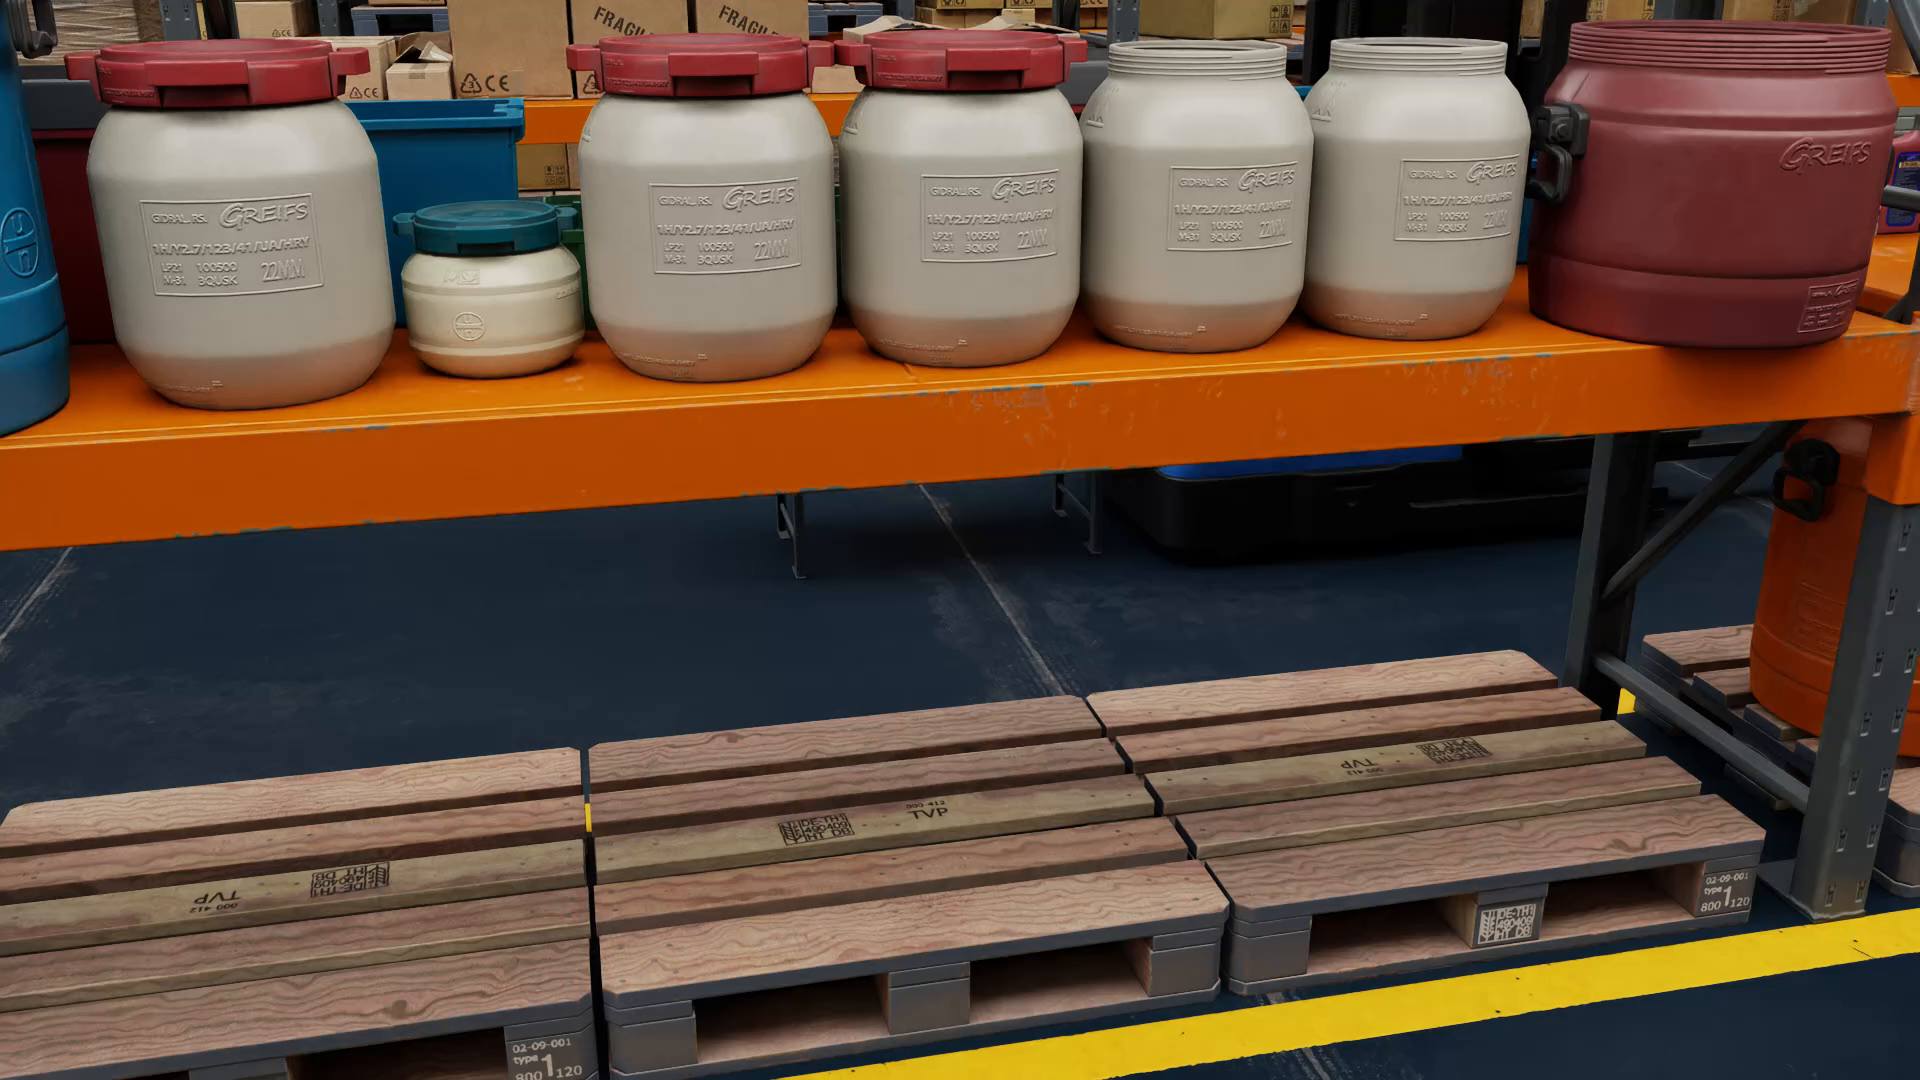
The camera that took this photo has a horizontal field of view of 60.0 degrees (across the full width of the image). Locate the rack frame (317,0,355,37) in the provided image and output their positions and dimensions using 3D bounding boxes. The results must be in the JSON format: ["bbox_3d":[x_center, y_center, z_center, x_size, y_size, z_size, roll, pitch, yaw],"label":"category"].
[{"bbox_3d":[-4.395,-3.756,11.707,0.127,3.000,1.000,-5,21,-12],"label":"rack frame"}]

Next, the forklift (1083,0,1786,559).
[{"bbox_3d":[2.024,-1.572,5.844,3.031,2.935,1.130,-5,21,-13],"label":"forklift"}]

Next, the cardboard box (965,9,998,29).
[{"bbox_3d":[0.118,-3.929,12.517,0.250,0.149,0.380,-4,21,-12],"label":"cardboard box"}]

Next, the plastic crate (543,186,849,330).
[{"bbox_3d":[-0.486,-0.572,3.324,0.662,0.188,0.450,-5,21,-12],"label":"plastic crate"}]

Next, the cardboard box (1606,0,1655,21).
[{"bbox_3d":[3.366,-2.937,8.716,0.500,0.500,0.700,-1,20,-4],"label":"cardboard box"}]

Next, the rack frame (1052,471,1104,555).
[{"bbox_3d":[0.412,-0.738,5.648,0.032,1.500,0.500,-5,21,-12],"label":"rack frame"}]

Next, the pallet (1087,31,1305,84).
[{"bbox_3d":[1.284,-2.402,8.289,1.003,0.211,1.213,-5,21,-12],"label":"pallet"}]

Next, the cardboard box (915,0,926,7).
[{"bbox_3d":[-0.104,-4.394,12.842,0.500,0.500,0.500,-5,21,-12],"label":"cardboard box"}]

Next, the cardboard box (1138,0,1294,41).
[{"bbox_3d":[1.228,-2.746,8.195,0.500,0.500,0.700,-12,24,-31],"label":"cardboard box"}]

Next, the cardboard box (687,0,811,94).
[{"bbox_3d":[-0.988,-2.323,7.651,0.500,0.500,0.500,-6,21,-15],"label":"cardboard box"}]

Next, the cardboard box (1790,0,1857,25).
[{"bbox_3d":[4.961,-2.904,9.235,0.500,0.500,0.500,-4,21,-12],"label":"cardboard box"}]

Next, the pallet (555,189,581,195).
[{"bbox_3d":[-2.449,-2.606,12.623,1.213,0.211,1.003,-5,21,-12],"label":"pallet"}]

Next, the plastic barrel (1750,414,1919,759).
[{"bbox_3d":[2.249,0.021,3.940,0.708,0.830,0.600,-5,21,-12],"label":"plastic barrel"}]

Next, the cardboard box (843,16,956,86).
[{"bbox_3d":[-0.274,-2.367,8.044,0.500,0.311,0.500,-5,21,-13],"label":"cardboard box"}]

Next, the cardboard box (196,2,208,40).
[{"bbox_3d":[-5.273,-3.519,11.250,0.500,0.250,0.500,-5,21,-12],"label":"cardboard box"}]

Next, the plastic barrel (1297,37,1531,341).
[{"bbox_3d":[0.825,-0.656,3.081,0.421,0.512,0.421,0,20,0],"label":"plastic barrel"}]

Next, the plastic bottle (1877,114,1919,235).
[{"bbox_3d":[2.297,-0.895,4.065,0.133,0.283,0.061,-5,21,-12],"label":"plastic bottle"}]

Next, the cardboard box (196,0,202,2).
[{"bbox_3d":[-5.269,-3.865,11.102,0.500,0.500,0.500,-5,21,-13],"label":"cardboard box"}]

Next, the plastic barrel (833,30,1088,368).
[{"bbox_3d":[0.001,-0.598,2.889,0.433,0.535,0.433,0,20,0],"label":"plastic barrel"}]

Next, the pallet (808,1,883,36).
[{"bbox_3d":[-1.172,-3.890,12.353,1.003,0.211,1.213,-5,21,-12],"label":"pallet"}]

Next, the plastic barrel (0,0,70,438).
[{"bbox_3d":[-1.670,-0.604,2.374,0.708,0.901,0.600,-5,21,-12],"label":"plastic barrel"}]

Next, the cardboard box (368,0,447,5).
[{"bbox_3d":[-3.892,-4.038,11.693,0.500,0.500,0.700,-5,21,-12],"label":"cardboard box"}]

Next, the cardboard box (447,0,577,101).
[{"bbox_3d":[-1.988,-2.242,7.429,0.500,0.500,0.500,-3,20,-9],"label":"cardboard box"}]

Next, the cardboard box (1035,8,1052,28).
[{"bbox_3d":[0.613,-3.983,12.664,0.250,0.149,0.380,-5,21,-13],"label":"cardboard box"}]

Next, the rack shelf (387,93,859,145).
[{"bbox_3d":[-1.306,-1.918,7.737,4.000,0.370,1.077,-5,21,-12],"label":"rack shelf"}]

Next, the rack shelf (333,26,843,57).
[{"bbox_3d":[-2.449,-3.576,12.263,4.000,0.370,1.077,-5,21,-12],"label":"rack shelf"}]

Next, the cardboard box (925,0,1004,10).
[{"bbox_3d":[0.029,-4.221,12.370,0.500,0.500,0.500,-4,21,-11],"label":"cardboard box"}]

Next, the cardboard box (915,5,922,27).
[{"bbox_3d":[-0.245,-4.075,12.915,0.250,0.149,0.380,-4,21,-12],"label":"cardboard box"}]

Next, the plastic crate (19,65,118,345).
[{"bbox_3d":[-1.715,-0.610,3.027,0.583,0.464,0.402,-5,21,-12],"label":"plastic crate"}]

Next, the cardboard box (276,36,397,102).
[{"bbox_3d":[-2.783,-2.081,7.353,0.500,0.250,0.500,-3,20,-9],"label":"cardboard box"}]

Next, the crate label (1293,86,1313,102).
[{"bbox_3d":[0.748,-0.785,3.544,0.616,0.435,0.502,-5,21,-12],"label":"crate label"}]

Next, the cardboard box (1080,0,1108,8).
[{"bbox_3d":[1.024,-4.298,12.581,0.500,0.500,0.500,-5,21,-13],"label":"cardboard box"}]

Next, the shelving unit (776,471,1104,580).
[{"bbox_3d":[-0.083,-0.697,5.538,1.048,1.500,0.538,-5,21,-12],"label":"shelving unit"}]

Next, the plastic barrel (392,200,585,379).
[{"bbox_3d":[-0.792,-0.428,2.823,0.301,0.262,0.301,0,20,0],"label":"plastic barrel"}]

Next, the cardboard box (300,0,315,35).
[{"bbox_3d":[-4.902,-3.729,11.823,0.500,0.250,0.500,-4,21,-12],"label":"cardboard box"}]

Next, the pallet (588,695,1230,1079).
[{"bbox_3d":[-0.171,0.697,3.605,1.213,0.211,1.003,-5,21,-12],"label":"pallet"}]

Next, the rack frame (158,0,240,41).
[{"bbox_3d":[-3.252,-2.098,7.181,0.127,3.000,1.000,-5,21,-12],"label":"rack frame"}]

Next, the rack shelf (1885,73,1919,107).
[{"bbox_3d":[6.480,-2.552,9.465,4.000,0.370,1.077,-5,21,-12],"label":"rack shelf"}]

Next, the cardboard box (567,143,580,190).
[{"bbox_3d":[-2.686,-2.937,12.466,0.500,0.500,0.700,-4,21,-12],"label":"cardboard box"}]

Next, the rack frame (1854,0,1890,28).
[{"bbox_3d":[4.533,-2.731,8.909,0.127,3.000,1.000,-5,21,-12],"label":"rack frame"}]

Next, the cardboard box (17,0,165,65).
[{"bbox_3d":[-3.682,-2.108,7.062,0.500,0.500,0.700,-5,21,-14],"label":"cardboard box"}]

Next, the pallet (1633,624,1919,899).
[{"bbox_3d":[2.535,0.477,4.206,1.213,0.211,1.003,-5,21,-12],"label":"pallet"}]

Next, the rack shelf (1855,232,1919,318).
[{"bbox_3d":[3.723,-0.577,4.074,4.000,0.370,1.077,-5,21,-12],"label":"rack shelf"}]

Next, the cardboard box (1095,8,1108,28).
[{"bbox_3d":[1.117,-4.024,12.774,0.250,0.149,0.380,-4,21,-12],"label":"cardboard box"}]
